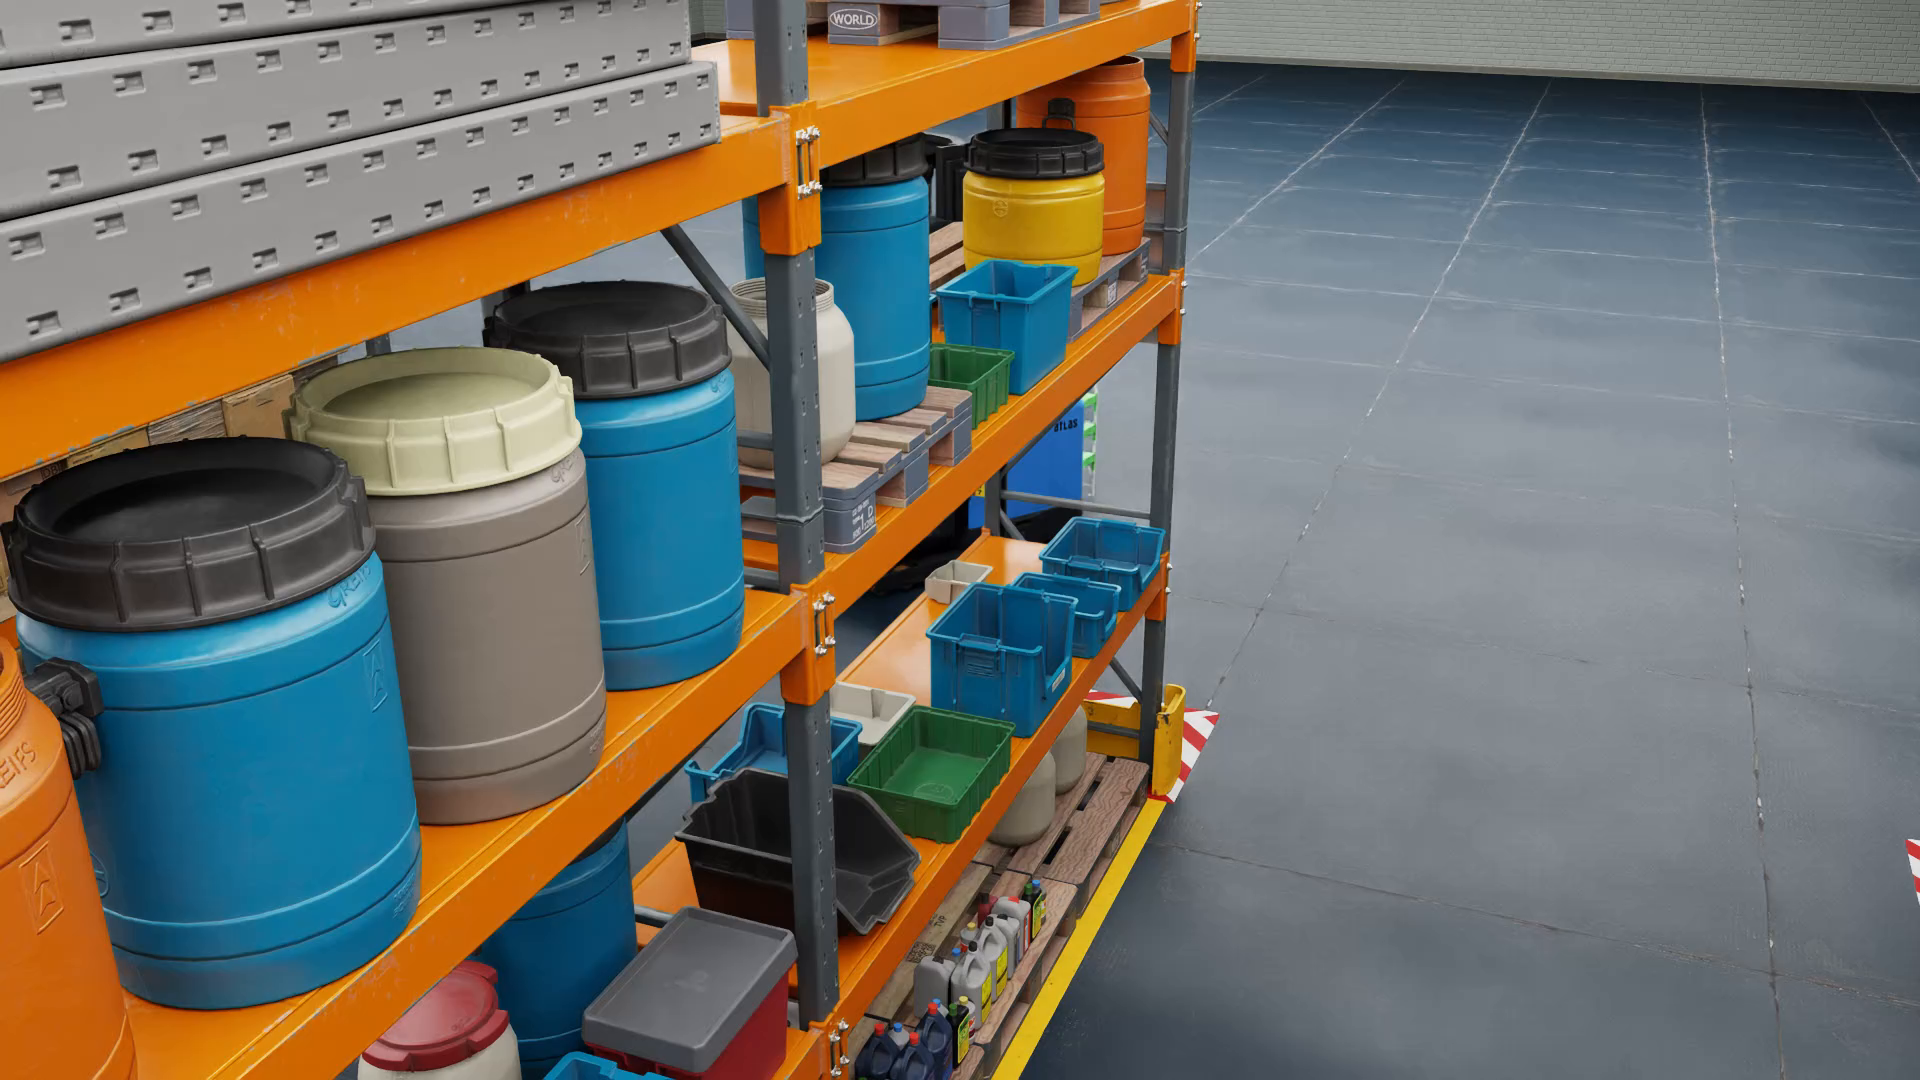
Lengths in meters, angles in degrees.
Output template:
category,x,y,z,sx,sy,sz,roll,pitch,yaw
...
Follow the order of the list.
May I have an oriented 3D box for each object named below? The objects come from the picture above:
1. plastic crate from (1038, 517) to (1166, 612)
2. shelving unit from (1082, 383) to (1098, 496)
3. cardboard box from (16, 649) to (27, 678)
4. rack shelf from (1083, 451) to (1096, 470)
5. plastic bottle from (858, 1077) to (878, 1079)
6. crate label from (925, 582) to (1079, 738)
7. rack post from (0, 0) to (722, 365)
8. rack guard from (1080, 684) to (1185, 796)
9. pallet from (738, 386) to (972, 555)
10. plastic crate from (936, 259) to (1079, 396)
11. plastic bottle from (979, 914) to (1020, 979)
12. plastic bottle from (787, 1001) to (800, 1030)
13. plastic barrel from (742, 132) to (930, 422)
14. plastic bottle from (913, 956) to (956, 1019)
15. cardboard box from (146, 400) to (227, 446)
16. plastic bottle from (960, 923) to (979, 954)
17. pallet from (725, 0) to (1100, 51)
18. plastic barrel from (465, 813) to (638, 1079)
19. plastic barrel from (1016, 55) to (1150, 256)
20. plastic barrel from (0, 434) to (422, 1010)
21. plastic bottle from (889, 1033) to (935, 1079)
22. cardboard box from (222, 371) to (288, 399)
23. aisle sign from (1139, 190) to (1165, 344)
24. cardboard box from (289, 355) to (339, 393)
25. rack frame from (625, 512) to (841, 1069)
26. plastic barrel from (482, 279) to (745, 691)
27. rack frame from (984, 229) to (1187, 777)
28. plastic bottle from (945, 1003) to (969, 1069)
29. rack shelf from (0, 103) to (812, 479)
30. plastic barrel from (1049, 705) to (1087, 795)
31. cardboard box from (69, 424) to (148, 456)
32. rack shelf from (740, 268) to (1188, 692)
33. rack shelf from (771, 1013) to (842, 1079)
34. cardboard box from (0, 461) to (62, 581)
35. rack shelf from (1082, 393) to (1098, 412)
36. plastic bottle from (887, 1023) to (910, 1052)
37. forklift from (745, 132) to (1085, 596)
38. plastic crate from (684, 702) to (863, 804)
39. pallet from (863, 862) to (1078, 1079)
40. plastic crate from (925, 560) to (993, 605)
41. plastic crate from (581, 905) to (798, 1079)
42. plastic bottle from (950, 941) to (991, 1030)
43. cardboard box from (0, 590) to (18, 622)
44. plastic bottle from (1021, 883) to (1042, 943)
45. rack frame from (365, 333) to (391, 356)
category,x,y,z,sx,sy,sz,roll,pitch,yaw
plastic crate,0.709,0.112,8.282,0.499,0.251,0.616,9,24,20
shelving unit,0.817,-0.845,12.716,0.258,1.200,0.503,14,27,31
cardboard box,-4.918,0.927,8.837,0.500,0.500,0.500,7,24,15
rack shelf,0.817,-0.564,12.833,0.258,0.148,0.480,14,27,31
plastic bottle,-0.347,2.118,6.242,0.061,0.283,0.133,9,24,20
crate label,0.185,0.503,7.108,0.502,0.435,0.616,9,24,20
rack post,-1.520,-0.890,2.447,1.013,1.000,3.121,9,24,20
rack guard,0.633,1.009,9.185,1.175,0.500,0.348,9,24,20
pallet,-0.691,-0.316,5.468,1.213,0.211,1.003,9,24,20
plastic crate,0.189,-0.829,6.473,0.392,0.384,0.575,9,24,20
plastic bottle,0.172,1.732,7.176,0.152,0.276,0.135,8,24,19
plastic bottle,-0.679,1.979,6.584,0.152,0.276,0.135,9,24,20
plastic barrel,-0.399,-0.897,5.418,0.600,0.901,0.708,9,24,20
plastic bottle,-0.102,1.846,6.902,0.152,0.276,0.135,9,24,20
cardboard box,-4.511,-0.509,9.061,0.875,0.500,0.500,9,24,20
plastic bottle,0.049,1.755,7.217,0.097,0.201,0.097,0,23,0
pallet,-0.136,-1.980,6.080,1.003,0.211,1.213,9,24,20
plastic barrel,-1.293,1.117,5.034,0.600,0.901,0.708,9,24,20
plastic barrel,0.555,-1.762,7.583,0.600,0.830,0.708,9,24,20
plastic barrel,-1.342,0.319,3.052,0.600,0.901,0.708,9,24,20
plastic bottle,-0.183,2.043,6.333,0.144,0.351,0.185,9,24,21
cardboard box,-4.136,-1.120,9.227,0.500,0.500,0.500,9,24,20
aisle sign,0.920,-1.361,8.243,0.394,0.787,0.004,9,24,20
cardboard box,-4.211,-0.878,9.944,0.875,0.500,0.500,9,24,20
rack frame,-0.868,1.253,5.358,1.000,3.000,0.127,9,24,20
plastic barrel,-0.856,-0.149,4.173,0.600,0.901,0.708,9,24,20
rack frame,0.617,-0.178,8.785,1.000,3.000,0.127,9,24,20
plastic bottle,-0.013,1.954,6.635,0.061,0.283,0.133,10,25,22
rack shelf,-1.611,-0.283,2.704,1.077,0.370,4.000,9,24,20
plastic barrel,0.444,1.023,8.593,0.421,0.512,0.421,0,23,0
cardboard box,-4.518,-0.764,8.374,0.500,0.500,0.500,9,24,20
rack shelf,-0.125,-0.515,6.632,1.077,0.370,4.000,9,24,20
rack shelf,-1.611,2.301,3.783,1.077,0.370,4.000,9,24,20
cardboard box,-4.932,-0.159,8.222,0.875,0.500,0.500,9,24,20
rack shelf,0.817,-1.007,12.648,0.258,0.148,0.480,14,27,31
plastic bottle,-0.241,2.011,6.514,0.097,0.271,0.097,0,23,0
forklift,-0.596,-1.203,11.327,3.031,2.935,1.130,-15,27,-31
plastic crate,-0.709,0.887,6.428,0.499,0.251,0.616,9,24,20
pallet,-0.129,1.868,7.505,1.003,0.211,1.213,9,24,20
plastic crate,-0.014,0.218,8.179,0.298,0.136,0.250,9,24,20
plastic crate,-0.764,1.441,4.826,0.402,0.464,0.583,9,24,20
plastic bottle,0.045,1.823,6.859,0.144,0.351,0.185,9,24,20
cardboard box,-4.721,0.271,8.036,0.380,0.149,0.250,9,24,20
plastic bottle,0.316,1.637,7.393,0.061,0.283,0.133,9,24,21
rack frame,-3.981,-0.887,10.482,1.000,3.000,0.127,9,24,20
